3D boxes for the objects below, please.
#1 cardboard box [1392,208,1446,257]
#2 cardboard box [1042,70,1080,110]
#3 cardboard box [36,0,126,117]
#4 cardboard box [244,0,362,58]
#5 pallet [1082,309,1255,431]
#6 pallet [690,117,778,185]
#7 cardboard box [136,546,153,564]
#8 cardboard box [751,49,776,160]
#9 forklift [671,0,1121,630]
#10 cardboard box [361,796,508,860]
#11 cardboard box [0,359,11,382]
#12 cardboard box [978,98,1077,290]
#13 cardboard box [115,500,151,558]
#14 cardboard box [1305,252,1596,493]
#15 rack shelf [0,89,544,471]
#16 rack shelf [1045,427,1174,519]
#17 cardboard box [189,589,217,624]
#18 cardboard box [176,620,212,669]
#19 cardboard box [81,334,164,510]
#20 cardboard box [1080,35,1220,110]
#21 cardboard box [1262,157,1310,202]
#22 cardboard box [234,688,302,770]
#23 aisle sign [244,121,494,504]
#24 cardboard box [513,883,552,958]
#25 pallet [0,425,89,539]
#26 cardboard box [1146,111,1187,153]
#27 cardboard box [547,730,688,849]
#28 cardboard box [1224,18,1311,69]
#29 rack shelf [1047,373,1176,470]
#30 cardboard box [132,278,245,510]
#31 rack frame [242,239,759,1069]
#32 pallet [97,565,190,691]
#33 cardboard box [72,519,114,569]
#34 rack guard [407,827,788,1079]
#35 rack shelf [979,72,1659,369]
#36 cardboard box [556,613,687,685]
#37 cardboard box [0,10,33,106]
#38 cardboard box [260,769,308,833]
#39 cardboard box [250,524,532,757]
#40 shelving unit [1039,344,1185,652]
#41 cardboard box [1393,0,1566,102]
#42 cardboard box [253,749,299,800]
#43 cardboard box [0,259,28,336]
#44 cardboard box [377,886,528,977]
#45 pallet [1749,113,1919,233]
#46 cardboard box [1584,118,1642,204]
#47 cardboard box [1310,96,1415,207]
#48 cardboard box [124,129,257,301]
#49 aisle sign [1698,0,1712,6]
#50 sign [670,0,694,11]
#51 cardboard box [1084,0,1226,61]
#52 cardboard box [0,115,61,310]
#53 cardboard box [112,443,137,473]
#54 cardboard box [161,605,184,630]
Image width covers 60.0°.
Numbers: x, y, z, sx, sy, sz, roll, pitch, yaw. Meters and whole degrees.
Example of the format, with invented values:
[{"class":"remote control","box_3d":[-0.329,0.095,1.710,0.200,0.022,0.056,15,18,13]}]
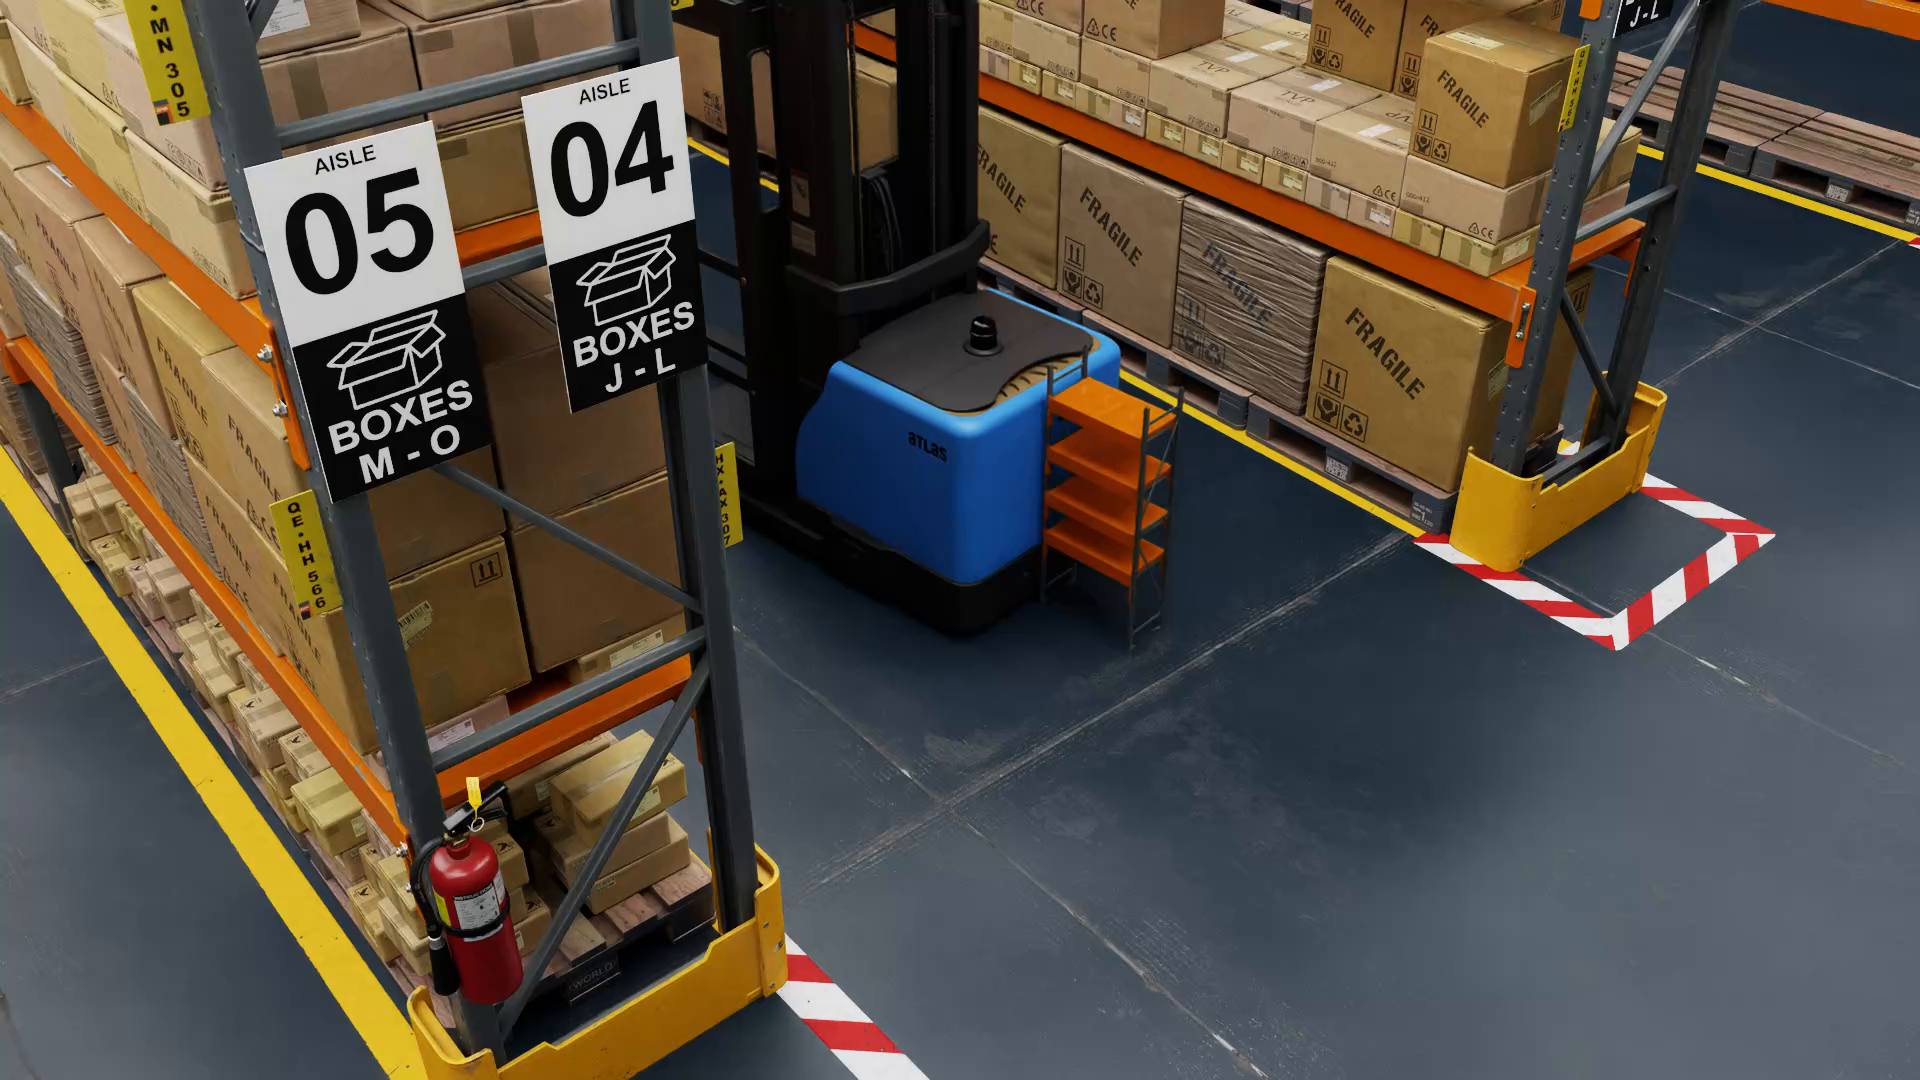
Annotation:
[{"class":"cardboard box","box_3d":[2.139,-1.411,7.364,0.380,0.149,0.250,-26,43,-31]},{"class":"cardboard box","box_3d":[0.655,-2.426,8.797,0.380,0.149,0.250,-27,44,-33]},{"class":"cardboard box","box_3d":[-1.888,-1.260,4.036,0.500,0.250,0.500,-27,44,-33]},{"class":"cardboard box","box_3d":[-1.504,-1.126,3.502,0.380,0.149,0.250,-26,43,-32]},{"class":"pallet","box_3d":[1.430,-1.089,9.105,1.003,0.211,1.213,-26,43,-32]},{"class":"pallet","box_3d":[-1.139,-2.844,11.583,1.003,0.211,1.213,-26,43,-32]},{"class":"cardboard box","box_3d":[-3.240,-0.003,7.005,0.380,0.149,0.250,-26,43,-32]},{"class":"cardboard box","box_3d":[-0.798,-3.104,11.013,1.225,0.875,0.875,-28,44,-33]},{"class":"forklift","box_3d":[-0.715,-1.546,7.398,3.031,2.935,1.130,28,44,34]},{"class":"cardboard box","box_3d":[-1.719,0.918,5.446,0.380,0.149,0.250,-25,42,-31]},{"class":"cardboard box","box_3d":[-4.320,-1.017,7.741,0.500,0.250,0.500,-27,44,-33]},{"class":"cardboard box","box_3d":[0.572,-2.114,9.614,0.875,0.875,0.875,-26,43,-32]},{"class":"cardboard box","box_3d":[-3.249,-0.110,6.898,0.380,0.149,0.250,-27,43,-32]},{"class":"cardboard box","box_3d":[2.315,-0.922,7.931,0.875,0.875,0.875,-26,43,-32]},{"class":"rack shelf","box_3d":[-2.356,-1.373,5.120,1.077,0.370,4.000,-26,43,-32]},{"class":"rack shelf","box_3d":[0.616,-0.289,6.850,0.480,0.148,0.258,28,44,34]},{"class":"cardboard box","box_3d":[-2.723,0.229,6.419,0.380,0.149,0.250,-28,44,-34]},{"class":"cardboard box","box_3d":[-2.794,0.383,6.460,0.380,0.149,0.250,-26,43,-32]},{"class":"cardboard box","box_3d":[-2.529,-0.497,5.513,0.500,0.500,0.500,-24,42,-30]},{"class":"cardboard box","box_3d":[0.967,-2.438,8.469,0.500,0.250,0.500,-25,42,-31]},{"class":"cardboard box","box_3d":[1.647,-1.747,7.839,0.380,0.149,0.250,-27,43,-33]},{"class":"cardboard box","box_3d":[-2.317,0.616,5.874,0.380,0.149,0.250,-24,42,-30]},{"class":"aisle sign","box_3d":[-1.247,-0.476,3.577,0.394,0.787,0.004,-26,43,-32]},{"class":"cardboard box","box_3d":[-1.564,1.278,5.453,0.380,0.149,0.250,-25,42,-31]},{"class":"pallet","box_3d":[-4.150,-0.531,8.316,1.003,0.211,1.213,-26,43,-32]},{"class":"cardboard box","box_3d":[1.152,-2.086,8.317,0.380,0.149,0.250,-27,44,-33]},{"class":"cardboard box","box_3d":[-1.144,0.832,5.569,0.380,0.149,0.250,-28,44,-34]},{"class":"cardboard box","box_3d":[1.683,-2.416,8.438,0.500,0.250,0.500,-27,43,-33]},{"class":"rack shelf","box_3d":[0.616,-0.482,6.713,0.480,0.148,0.258,28,44,34]},{"class":"cardboard box","box_3d":[-1.877,-0.462,4.599,0.500,0.500,0.500,-28,44,-33]},{"class":"rack frame","box_3d":[-1.065,0.441,4.532,1.000,3.000,0.127,-26,43,-32]},{"class":"pallet","box_3d":[-3.186,0.096,7.432,1.003,0.211,1.213,-26,43,-32]},{"class":"cardboard box","box_3d":[-3.657,-0.053,7.332,0.380,0.149,0.250,-28,44,-34]},{"class":"rack guard","box_3d":[-1.114,1.427,5.302,1.175,0.500,0.348,-26,43,-32]},{"class":"rack shelf","box_3d":[1.498,-1.954,8.536,1.077,0.370,4.000,-26,43,-32]},{"class":"cardboard box","box_3d":[-1.024,0.278,4.980,0.380,0.149,0.250,-26,43,-32]},{"class":"cardboard box","box_3d":[-2.564,-1.498,4.805,0.500,0.250,0.500,-24,42,-30]},{"class":"cardboard box","box_3d":[-2.294,0.860,6.043,0.380,0.149,0.250,-28,44,-34]},{"class":"cardboard box","box_3d":[-1.552,0.176,4.562,0.500,0.500,0.500,-25,42,-31]},{"class":"shelving unit","box_3d":[0.616,-0.162,6.940,0.503,1.200,0.258,28,44,34]},{"class":"cardboard box","box_3d":[2.363,-2.264,7.575,0.500,0.500,0.500,-27,43,-33]},{"class":"cardboard box","box_3d":[-2.305,0.732,5.967,0.380,0.149,0.250,-25,42,-31]},{"class":"cardboard box","box_3d":[-3.519,-1.175,6.470,0.500,0.500,0.500,-27,43,-33]},{"class":"cardboard box","box_3d":[-1.624,1.185,5.328,0.380,0.149,0.250,-27,44,-33]},{"class":"pallet","box_3d":[6.070,-2.453,11.030,1.003,0.211,1.213,-26,43,-32]},{"class":"cardboard box","box_3d":[2.685,-1.737,7.480,0.500,0.250,0.500,-27,43,-33]},{"class":"cardboard box","box_3d":[1.947,-1.764,7.518,0.500,0.250,0.500,-27,43,-33]},{"class":"cardboard box","box_3d":[-1.561,-0.824,3.853,0.500,0.250,0.500,-27,43,-33]},{"class":"aisle sign","box_3d":[3.065,-2.506,6.443,0.394,0.787,0.004,-26,43,-32]},{"class":"sign","box_3d":[-0.651,-1.343,3.699,0.100,0.325,0.005,-26,43,-32]},{"class":"cardboard box","box_3d":[0.973,-2.742,8.249,0.500,0.500,0.500,-28,44,-33]},{"class":"cardboard box","box_3d":[-2.894,-1.148,5.567,0.500,0.500,0.500,-25,42,-31]},{"class":"cardboard box","box_3d":[-2.827,-0.412,5.954,0.380,0.149,0.250,-24,42,-30]},{"class":"cardboard box","box_3d":[-3.083,0.249,6.907,0.380,0.149,0.250,-27,43,-33]}]
